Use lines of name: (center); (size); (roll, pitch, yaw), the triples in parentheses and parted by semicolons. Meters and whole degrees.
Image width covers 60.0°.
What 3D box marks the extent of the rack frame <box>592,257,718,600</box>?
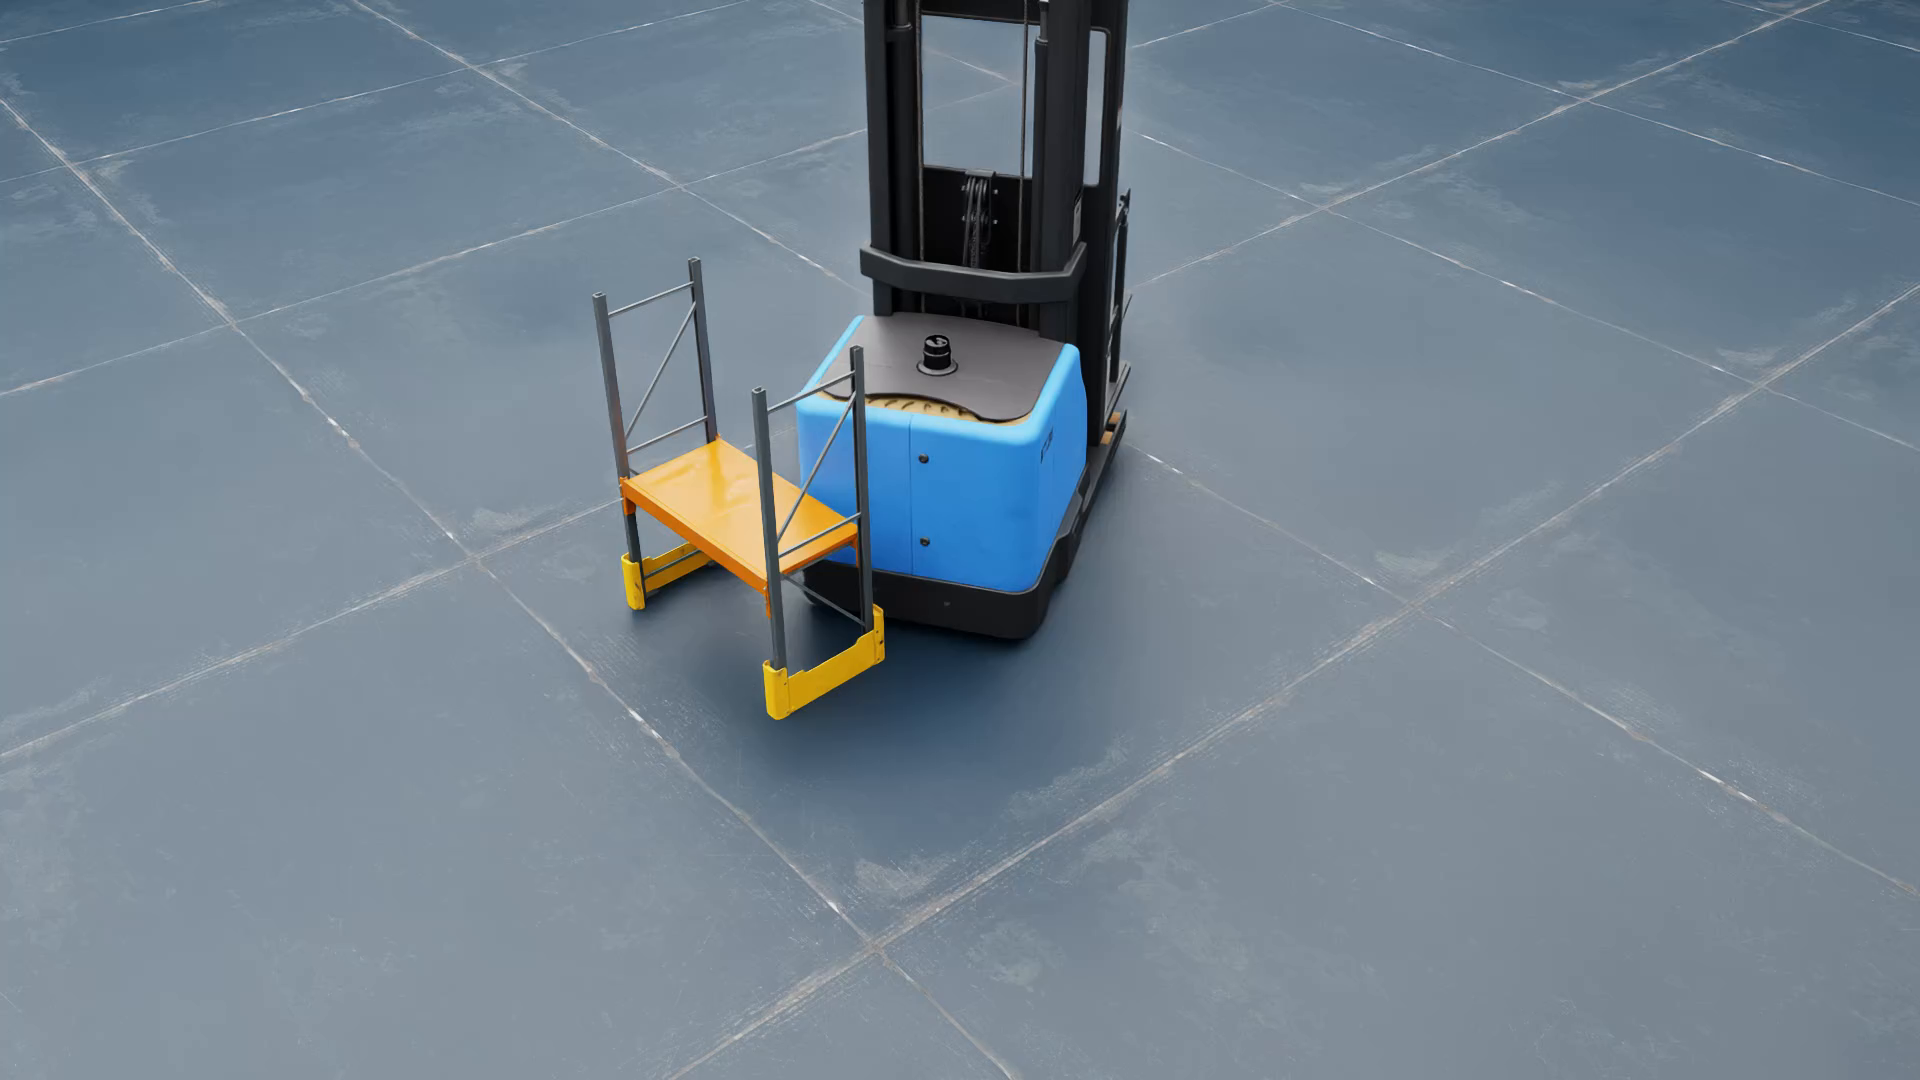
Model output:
rack frame: (-1.249, -0.440, 7.073); (0.500, 1.500, 0.032); (-29, 44, -34)

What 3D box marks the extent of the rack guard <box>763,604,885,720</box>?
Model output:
rack guard: (-0.551, 0.497, 6.832); (0.587, 0.250, 0.087); (-29, 44, -34)

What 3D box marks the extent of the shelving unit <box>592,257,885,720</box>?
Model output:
shelving unit: (-0.893, -0.222, 6.766); (0.587, 1.500, 1.083); (-29, 44, -34)

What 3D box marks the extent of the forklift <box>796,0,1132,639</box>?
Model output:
forklift: (0.215, -1.628, 7.513); (1.130, 2.935, 3.031); (9, 36, 13)

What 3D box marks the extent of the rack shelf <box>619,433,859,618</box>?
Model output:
rack shelf: (-0.900, -0.079, 6.876); (0.538, 0.185, 1.000); (-29, 44, -34)

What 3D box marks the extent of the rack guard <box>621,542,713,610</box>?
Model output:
rack guard: (-1.236, 0.078, 7.423); (0.587, 0.250, 0.087); (-29, 44, -34)

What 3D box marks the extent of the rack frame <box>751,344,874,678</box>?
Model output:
rack frame: (-0.551, -0.013, 6.470); (0.500, 1.500, 0.032); (-29, 44, -34)
